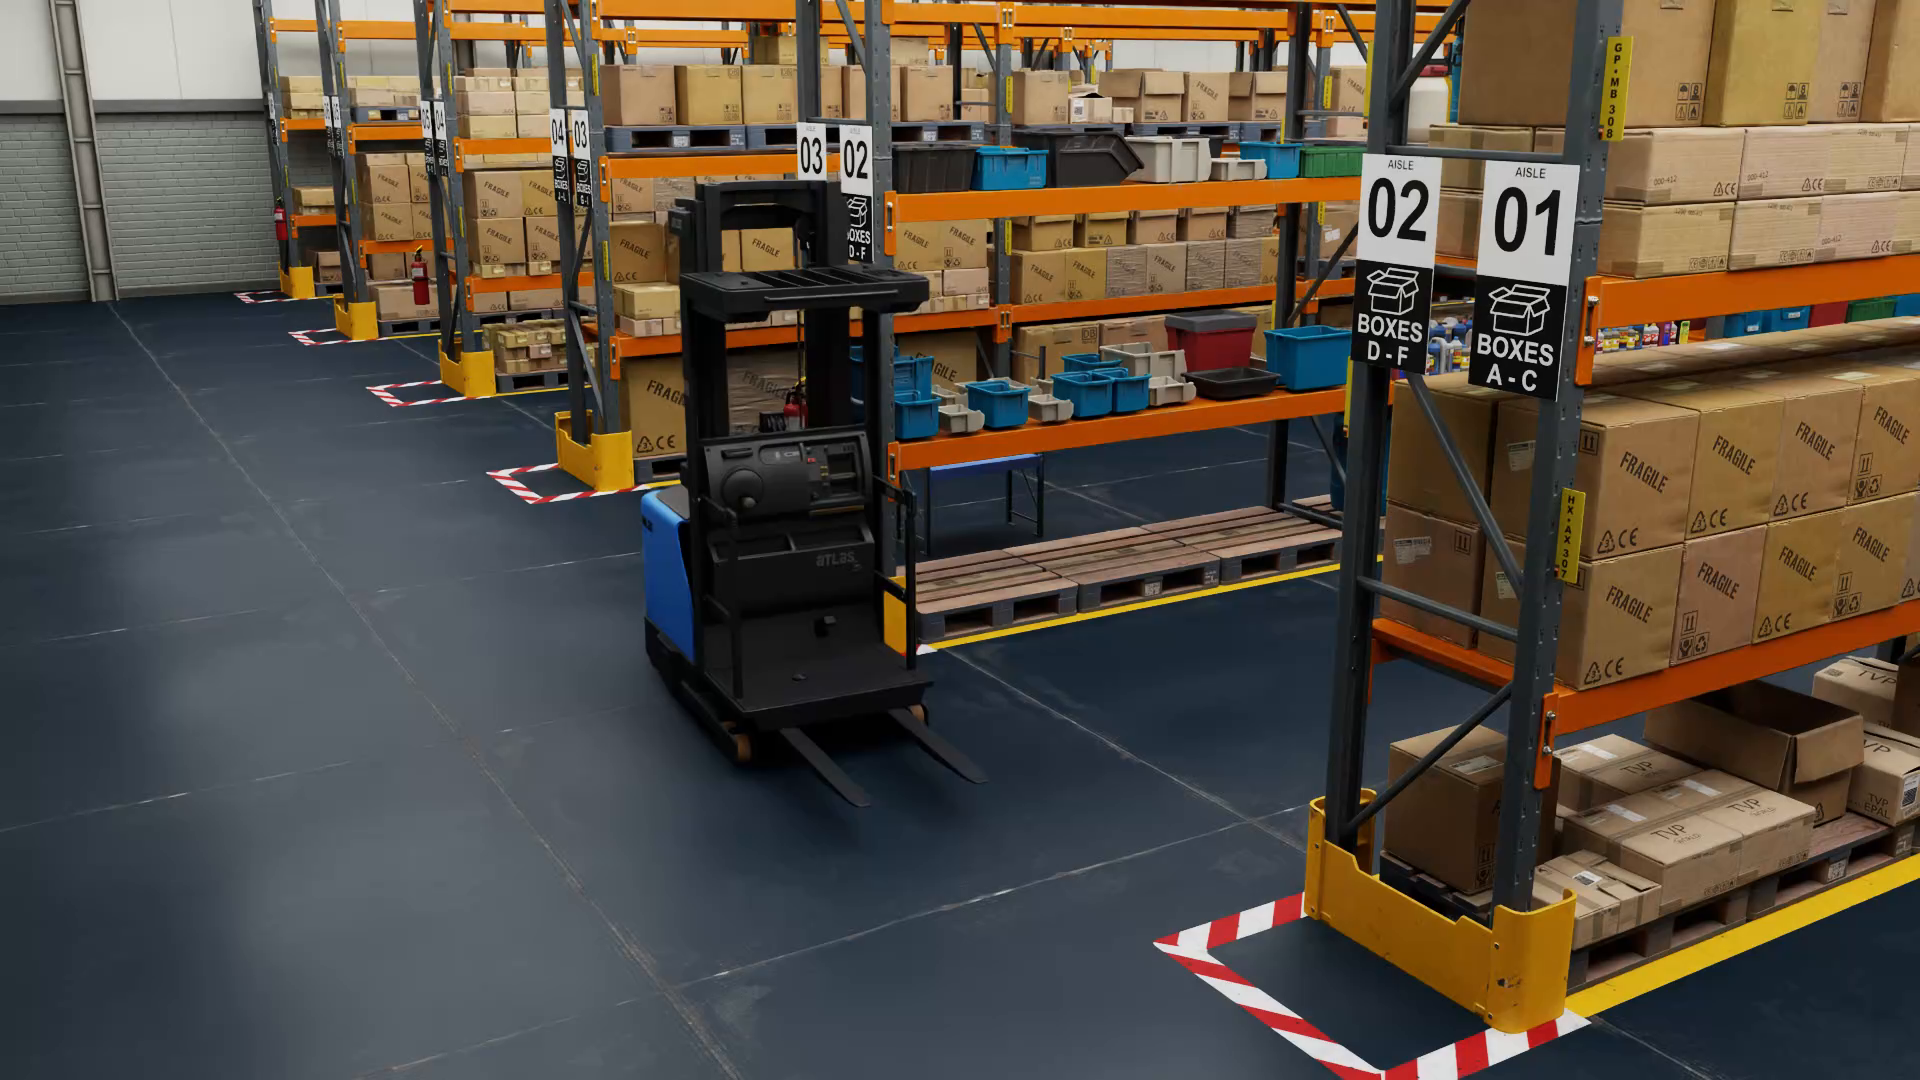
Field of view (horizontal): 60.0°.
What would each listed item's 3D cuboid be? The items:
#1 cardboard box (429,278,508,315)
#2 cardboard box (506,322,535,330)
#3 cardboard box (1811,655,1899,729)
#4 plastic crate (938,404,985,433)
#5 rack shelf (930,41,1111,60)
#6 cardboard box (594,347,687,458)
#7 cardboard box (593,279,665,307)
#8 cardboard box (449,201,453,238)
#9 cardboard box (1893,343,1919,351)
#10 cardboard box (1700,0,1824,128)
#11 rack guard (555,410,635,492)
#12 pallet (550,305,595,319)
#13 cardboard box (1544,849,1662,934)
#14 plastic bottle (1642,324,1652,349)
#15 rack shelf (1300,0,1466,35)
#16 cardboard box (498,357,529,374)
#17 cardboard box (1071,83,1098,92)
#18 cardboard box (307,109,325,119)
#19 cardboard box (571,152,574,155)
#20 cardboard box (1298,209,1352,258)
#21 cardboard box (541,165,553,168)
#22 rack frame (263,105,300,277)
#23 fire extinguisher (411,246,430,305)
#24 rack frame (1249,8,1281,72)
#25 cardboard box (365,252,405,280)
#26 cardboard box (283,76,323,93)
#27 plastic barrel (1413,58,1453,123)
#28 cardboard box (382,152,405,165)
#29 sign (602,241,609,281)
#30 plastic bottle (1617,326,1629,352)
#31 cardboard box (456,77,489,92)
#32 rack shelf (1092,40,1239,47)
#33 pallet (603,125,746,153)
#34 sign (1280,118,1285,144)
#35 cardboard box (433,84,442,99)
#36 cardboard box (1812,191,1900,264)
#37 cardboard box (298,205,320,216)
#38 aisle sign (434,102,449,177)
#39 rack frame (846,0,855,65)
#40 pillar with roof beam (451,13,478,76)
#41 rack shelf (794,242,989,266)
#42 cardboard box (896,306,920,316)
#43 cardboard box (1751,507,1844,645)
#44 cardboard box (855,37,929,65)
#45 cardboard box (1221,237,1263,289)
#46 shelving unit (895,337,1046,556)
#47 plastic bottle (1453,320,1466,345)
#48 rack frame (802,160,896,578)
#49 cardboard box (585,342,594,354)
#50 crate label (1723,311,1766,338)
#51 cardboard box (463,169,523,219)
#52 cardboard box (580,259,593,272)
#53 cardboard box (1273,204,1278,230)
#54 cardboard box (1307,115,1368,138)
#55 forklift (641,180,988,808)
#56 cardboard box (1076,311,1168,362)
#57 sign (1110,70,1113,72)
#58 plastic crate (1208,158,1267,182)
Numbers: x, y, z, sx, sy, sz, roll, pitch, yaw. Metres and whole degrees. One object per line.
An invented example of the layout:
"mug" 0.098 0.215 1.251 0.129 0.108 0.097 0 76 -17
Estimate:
"cardboard box" -7.063 -3.522 23.886 0.875 0.438 0.875 -9 18 -28
"cardboard box" -5.153 -2.448 19.487 0.250 0.149 0.380 -9 18 -29
"cardboard box" 4.802 0.811 8.626 0.500 0.311 0.500 -9 18 -30
"plastic crate" -0.004 -0.756 10.427 0.298 0.136 0.250 -9 18 -30
"rack shelf" 1.084 -9.753 33.105 4.000 0.370 1.077 -9 18 -30
"cardboard box" -2.746 -1.303 15.160 0.875 0.875 0.875 -9 18 -30
"cardboard box" -2.975 -2.216 14.986 0.500 0.250 0.500 -10 18 -31
"cardboard box" -6.934 -4.501 23.225 0.500 0.500 0.500 -9 18 -30
"cardboard box" 4.536 -0.608 7.483 0.500 0.500 0.500 -10 18 -31
"cardboard box" 2.749 -1.823 6.261 0.500 0.500 0.700 -9 18 -30
"rack guard" -3.274 -0.810 14.872 0.348 0.500 1.175 -9 18 -30
"pallet" -5.621 -3.435 24.773 1.213 0.211 1.003 -9 18 -30
"cardboard box" 2.595 1.415 6.739 0.250 0.166 0.380 -9 18 -30
"plastic bottle" 5.638 -1.675 13.695 0.097 0.201 0.097 0 16 0
"rack shelf" 4.440 -4.054 12.775 4.000 0.370 1.077 -9 18 -30
"cardboard box" -5.108 -2.006 19.014 0.250 0.149 0.380 -9 18 -29
"cardboard box" 1.877 -6.157 22.960 0.500 0.311 0.500 -9 18 -30
"cardboard box" -10.313 -6.814 26.568 0.250 0.149 0.380 -9 18 -29
"cardboard box" -5.530 -5.547 23.901 0.250 0.149 0.380 -9 18 -30
"cardboard box" 4.046 -3.463 18.744 0.500 0.500 0.500 -12 20 -36
"cardboard box" -4.582 -4.117 19.451 0.500 0.500 0.500 -8 18 -27
"rack frame" -10.917 -5.457 26.821 0.127 3.000 1.000 -9 18 -30
"fire extinguisher" -6.175 -3.033 19.007 0.183 0.674 0.296 -9 18 -30
"rack frame" 4.565 -7.735 23.831 0.127 3.000 1.000 -9 18 -30
"cardboard box" -9.591 -4.629 27.719 0.500 0.500 0.700 -8 18 -27
"cardboard box" -10.407 -7.217 26.341 0.500 0.250 0.500 -9 18 -30
"plastic barrel" 3.404 -3.338 12.575 0.600 0.588 0.600 0 16 0
"cardboard box" -7.723 -5.190 22.626 0.250 0.149 0.380 -9 18 -28
"sign" -2.973 -2.342 13.958 0.005 0.325 0.100 -9 18 -30
"plastic bottle" 5.388 -1.668 13.541 0.097 0.271 0.097 0 16 0
"cardboard box" -5.327 -4.975 18.157 0.250 0.149 0.380 -9 18 -30
"rack shelf" 3.643 -8.796 28.956 4.000 0.370 1.077 -9 18 -30
"pallet" -2.623 -3.524 14.530 1.213 0.211 1.003 -9 18 -30
"sign" 2.444 -3.003 12.491 0.005 0.325 0.100 -9 18 -30
"cardboard box" -7.049 -6.158 22.964 0.500 0.311 0.500 -9 18 -29
"cardboard box" 3.279 -1.245 6.515 0.500 0.250 0.500 -9 18 -30
"cardboard box" -10.494 -5.319 26.791 0.250 0.149 0.380 -9 18 -30
"aisle sign" -5.630 -4.350 18.056 0.004 0.787 0.394 -9 18 -30
"rack frame" -1.500 -8.310 25.883 0.127 3.000 1.000 -9 18 -30
"pillar with roof beam" -6.332 -8.018 24.840 0.400 9.000 9.100 -9 18 -30
"rack shelf" -0.579 -3.666 21.763 4.000 0.370 1.077 -9 18 -30
"cardboard box" -0.579 -2.226 15.760 0.250 0.149 0.380 -9 18 -29
"cardboard box" 3.232 0.085 6.864 0.500 0.500 0.500 -9 18 -30
"cardboard box" -0.635 -4.547 15.479 0.500 0.250 0.500 -11 19 -33
"cardboard box" 2.878 -2.983 17.808 0.500 0.500 0.500 -9 18 -30
"shelving unit" 0.073 -0.734 12.750 1.048 1.500 0.538 -9 18 -30
"plastic bottle" 4.037 -1.640 13.441 0.097 0.271 0.097 0 16 0
"rack frame" -0.703 -0.871 10.458 0.127 3.000 1.000 -9 18 -30
"cardboard box" -4.436 -2.254 19.348 0.250 0.149 0.380 -9 18 -28
"crate label" 6.709 -1.874 14.348 0.416 0.233 0.303 -9 18 -30
"cardboard box" -5.200 -3.852 18.505 0.500 0.500 0.500 -9 18 -30
"cardboard box" -4.423 -3.196 19.220 0.250 0.149 0.380 -9 18 -30
"cardboard box" 4.255 -4.760 24.148 0.500 0.500 0.500 -9 18 -30
"cardboard box" 4.138 -4.507 18.152 0.500 0.250 0.500 -9 18 -29
"forklift" -0.827 -0.369 8.795 1.130 2.935 3.031 -7 17 -25
"cardboard box" 1.479 -1.970 17.538 0.875 0.875 1.225 -10 18 -32
"sign" 3.065 -9.387 33.787 0.005 0.325 0.100 -9 18 -30
"plastic crate" 1.831 -2.479 11.128 0.466 0.136 0.293 -9 18 -30
